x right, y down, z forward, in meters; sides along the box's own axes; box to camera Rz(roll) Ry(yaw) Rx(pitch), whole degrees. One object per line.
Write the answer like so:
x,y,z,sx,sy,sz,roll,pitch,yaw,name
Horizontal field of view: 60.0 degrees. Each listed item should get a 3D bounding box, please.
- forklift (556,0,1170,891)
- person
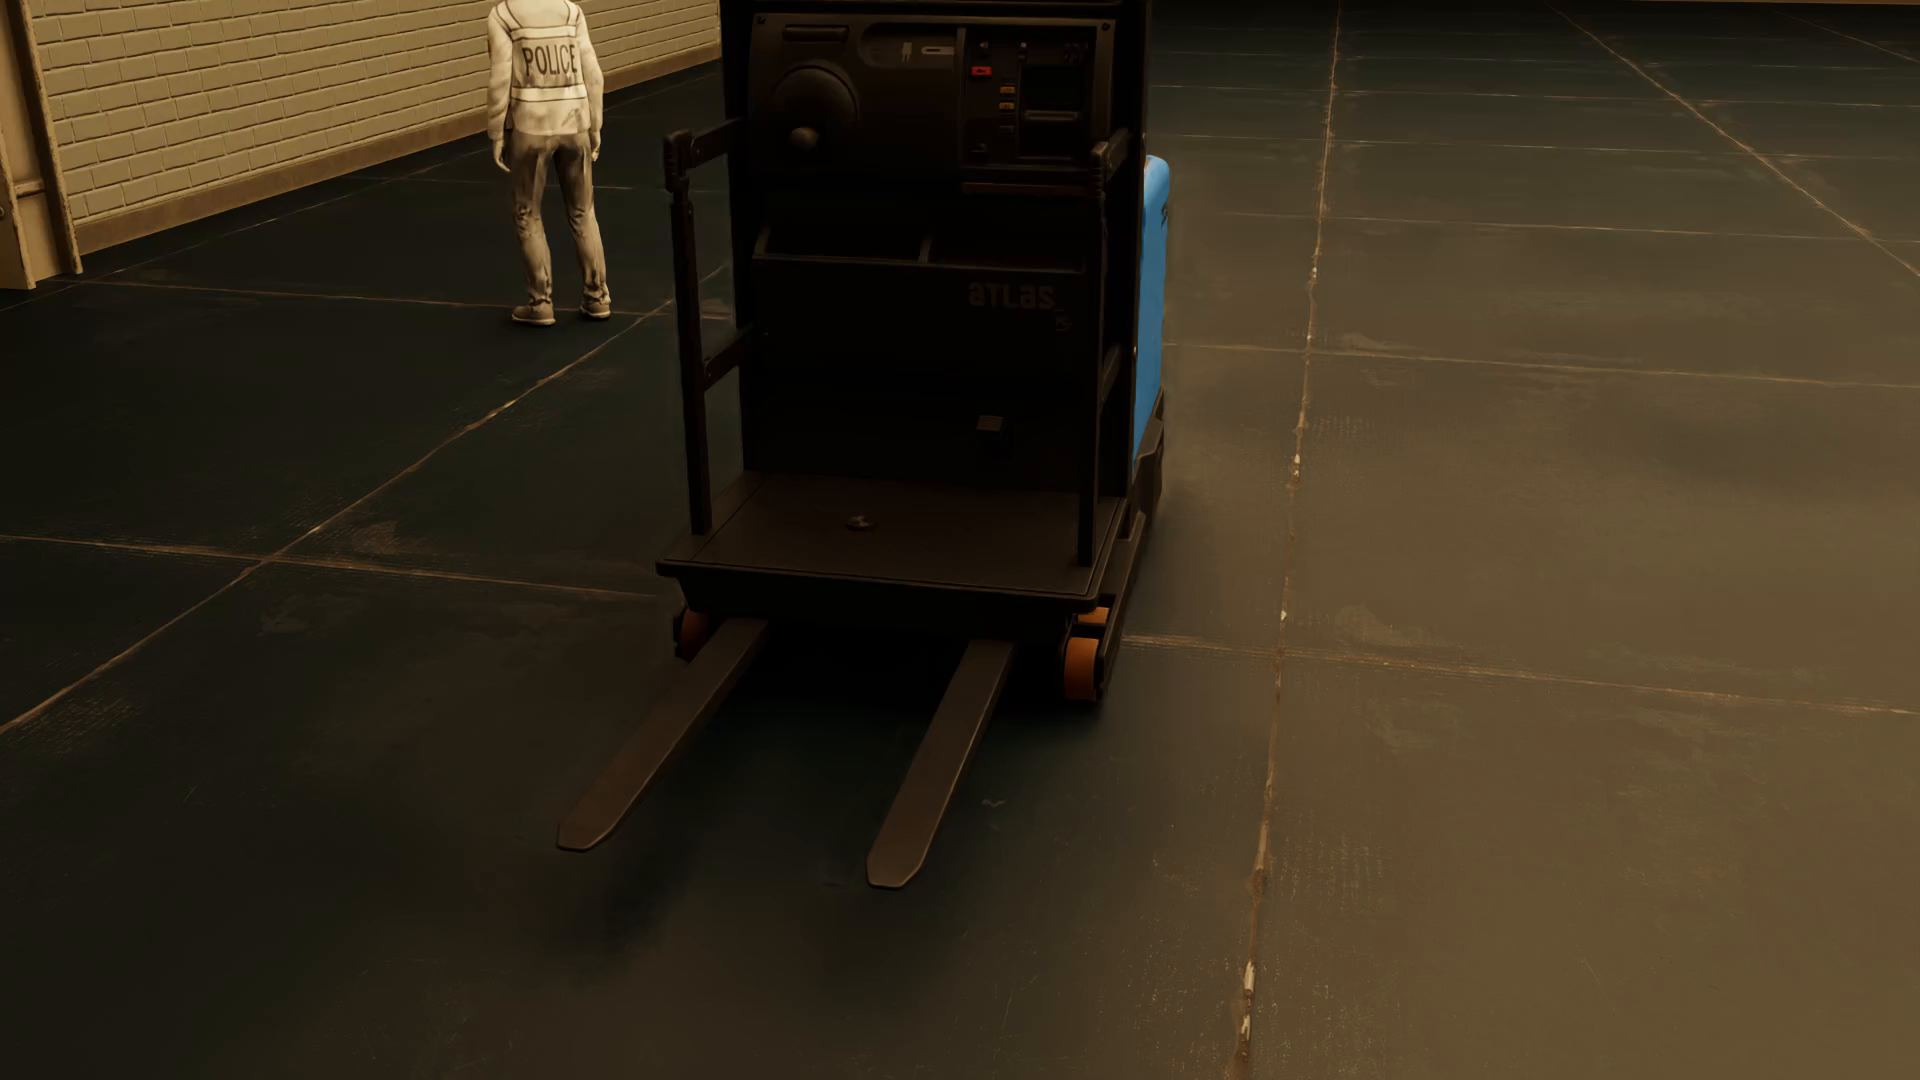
-0.122,-1.105,3.976,1.130,2.935,3.031,5,23,11,forklift
-1.818,-1.776,7.311,0.531,1.665,0.371,-14,26,-31,person
